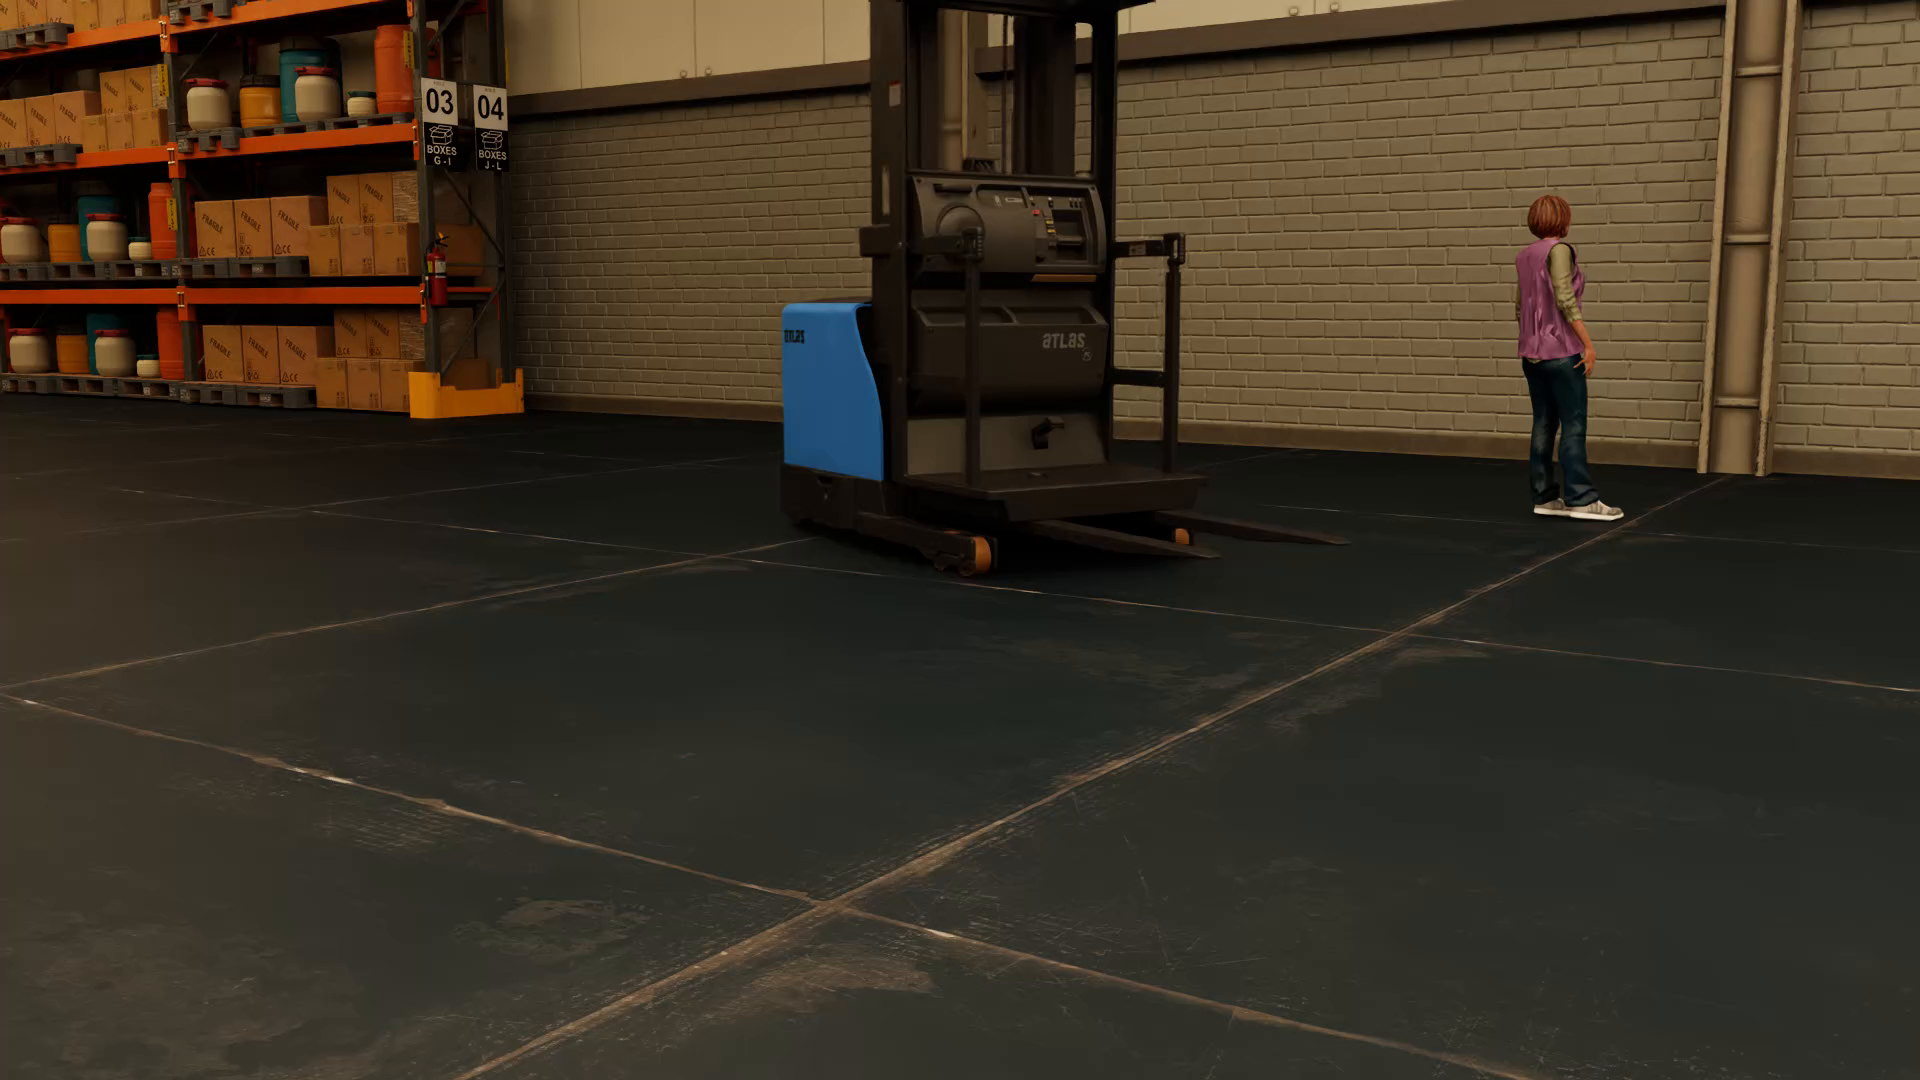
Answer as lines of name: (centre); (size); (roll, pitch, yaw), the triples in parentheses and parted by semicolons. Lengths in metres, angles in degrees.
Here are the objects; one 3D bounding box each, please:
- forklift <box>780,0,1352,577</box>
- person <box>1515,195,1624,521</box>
forklift: (0.331, -1.378, 6.885); (1.130, 2.935, 3.031); (-5, 9, -31)
person: (3.026, -0.910, 8.309); (0.458, 1.604, 0.506); (-2, 8, -14)
